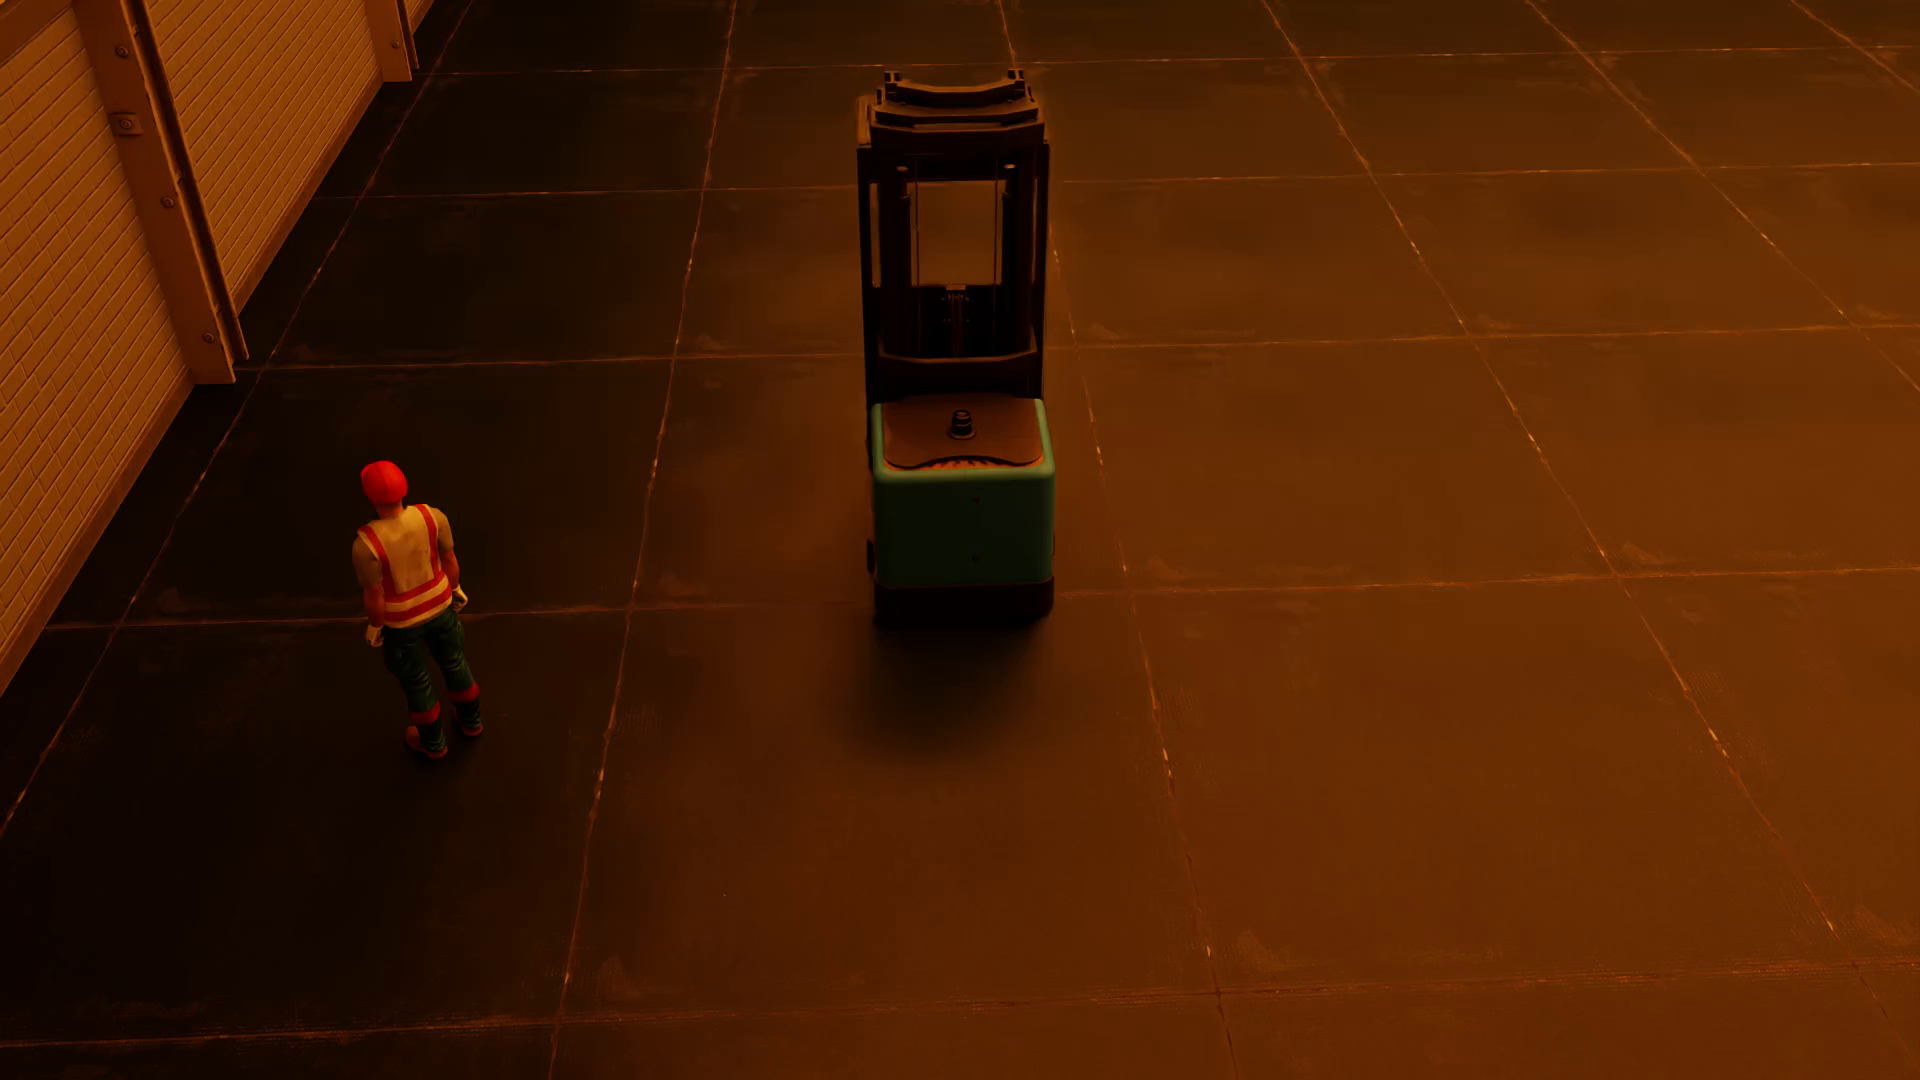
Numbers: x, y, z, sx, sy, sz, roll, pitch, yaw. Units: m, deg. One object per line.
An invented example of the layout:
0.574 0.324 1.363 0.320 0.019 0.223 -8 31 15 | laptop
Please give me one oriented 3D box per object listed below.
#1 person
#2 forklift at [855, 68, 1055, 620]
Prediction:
-2.796 0.348 8.501 0.546 1.795 0.352 -29 45 -33 | person
-0.054 -1.559 10.151 1.130 2.935 3.031 -2 36 -3 | forklift
